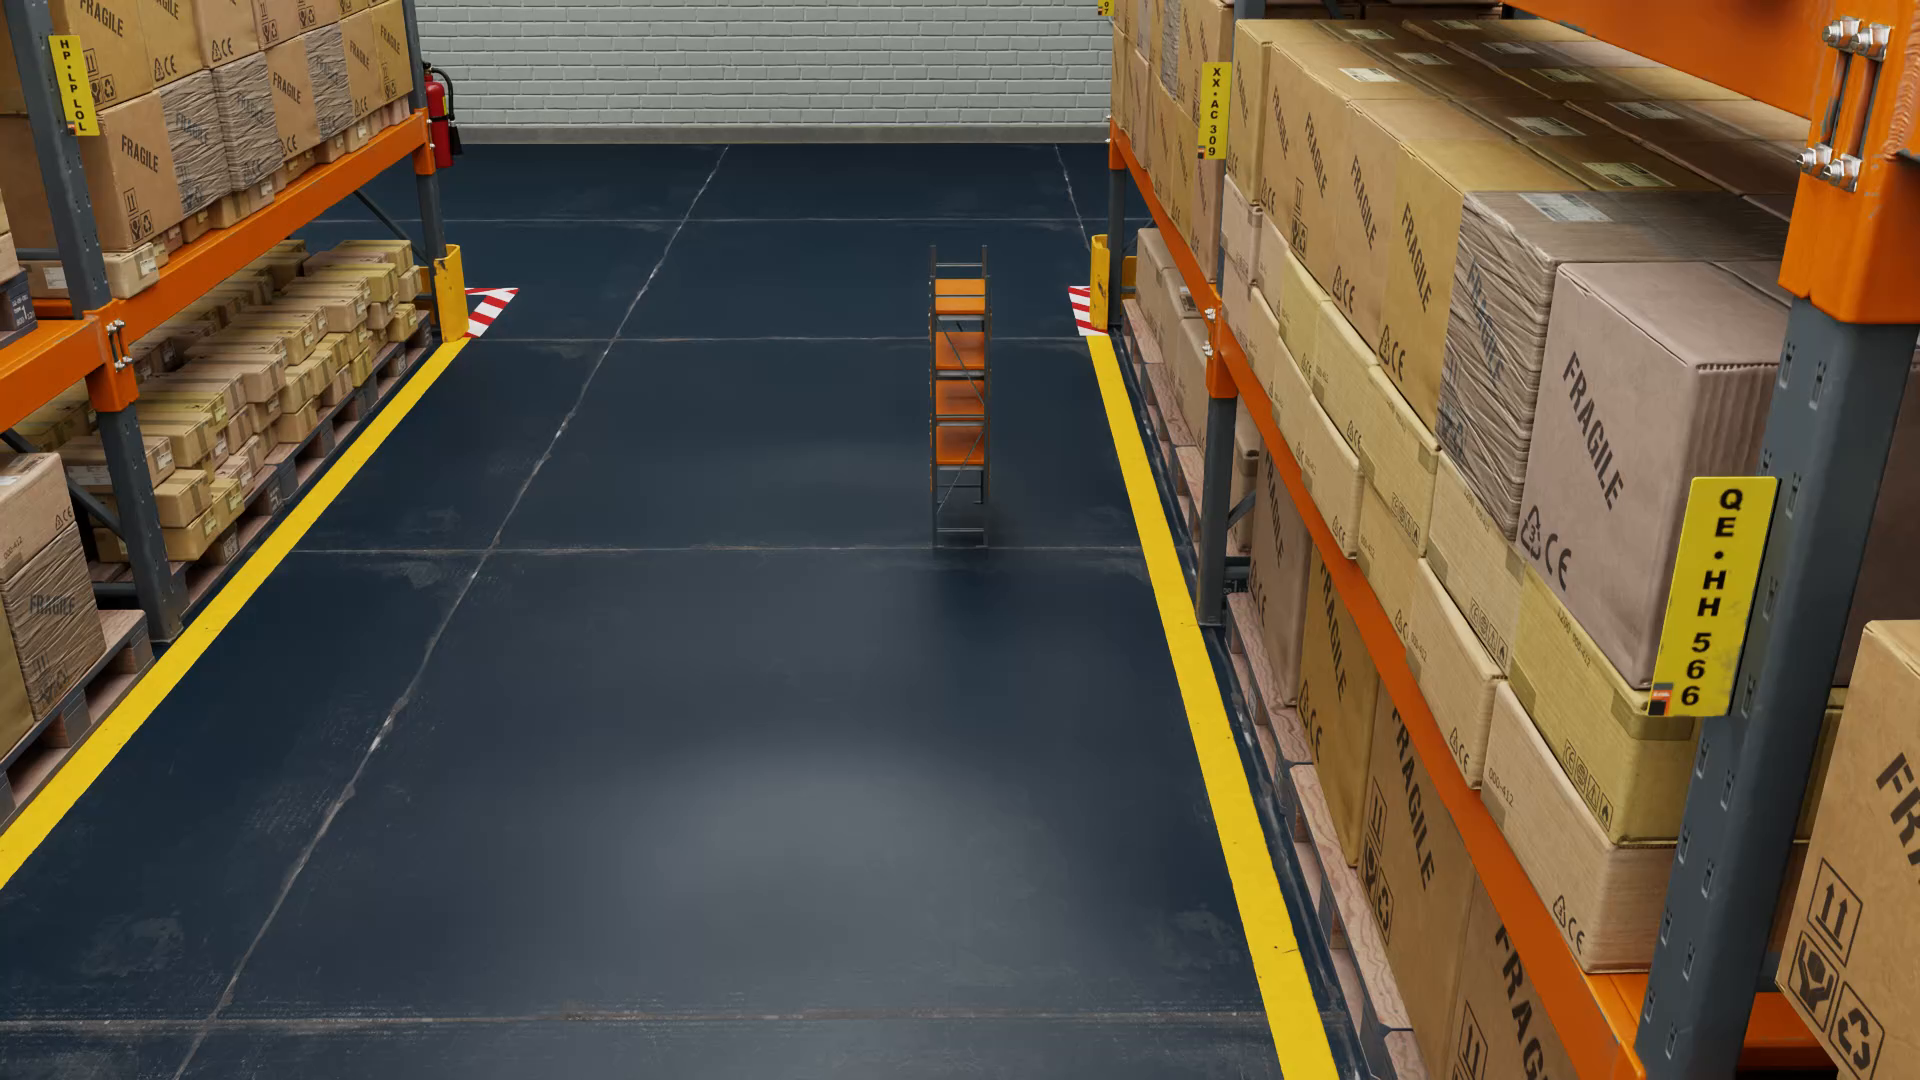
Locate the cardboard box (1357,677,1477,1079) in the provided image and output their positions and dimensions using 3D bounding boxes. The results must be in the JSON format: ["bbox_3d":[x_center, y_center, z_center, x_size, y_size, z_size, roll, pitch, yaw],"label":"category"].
[{"bbox_3d":[1.545,0.722,4.082,0.875,0.875,0.875,0,24,0],"label":"cardboard box"}]

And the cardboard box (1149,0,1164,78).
[{"bbox_3d":[1.141,-2.370,7.516,0.500,0.500,0.500,0,24,0],"label":"cardboard box"}]

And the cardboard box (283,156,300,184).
[{"bbox_3d":[-3.329,-1.747,7.777,0.380,0.149,0.250,0,24,0],"label":"cardboard box"}]

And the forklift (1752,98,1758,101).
[{"bbox_3d":[3.669,-1.562,7.146,3.031,2.935,1.130,7,25,15],"label":"forklift"}]

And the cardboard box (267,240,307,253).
[{"bbox_3d":[-3.895,-1.581,9.333,0.380,0.149,0.250,-1,24,-3],"label":"cardboard box"}]

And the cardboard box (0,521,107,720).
[{"bbox_3d":[-3.257,0.265,5.548,0.500,0.500,0.500,-1,24,-2],"label":"cardboard box"}]

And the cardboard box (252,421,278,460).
[{"bbox_3d":[-3.348,-0.457,7.571,0.380,0.149,0.250,-1,24,-3],"label":"cardboard box"}]

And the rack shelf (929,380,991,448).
[{"bbox_3d":[-0.002,-0.554,7.181,0.258,0.148,0.480,0,24,-1],"label":"rack shelf"}]

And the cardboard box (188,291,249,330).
[{"bbox_3d":[-3.818,-1.147,8.374,0.380,0.149,0.250,1,24,2],"label":"cardboard box"}]

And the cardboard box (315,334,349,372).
[{"bbox_3d":[-3.259,-0.913,8.218,0.380,0.149,0.250,1,24,2],"label":"cardboard box"}]

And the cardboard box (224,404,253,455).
[{"bbox_3d":[-3.332,-0.481,7.262,0.380,0.149,0.250,-1,24,-3],"label":"cardboard box"}]

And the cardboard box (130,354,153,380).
[{"bbox_3d":[-3.854,-0.721,7.433,0.380,0.149,0.250,-1,24,-3],"label":"cardboard box"}]

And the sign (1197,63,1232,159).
[{"bbox_3d":[0.877,-1.478,5.731,0.100,0.325,0.005,0,24,-1],"label":"sign"}]

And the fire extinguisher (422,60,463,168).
[{"bbox_3d":[-3.102,-2.535,9.762,0.296,0.674,0.183,0,24,-1],"label":"fire extinguisher"}]

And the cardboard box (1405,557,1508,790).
[{"bbox_3d":[1.189,0.249,3.242,0.500,0.250,0.500,0,24,0],"label":"cardboard box"}]

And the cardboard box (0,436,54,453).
[{"bbox_3d":[-3.781,-0.295,6.491,0.380,0.149,0.250,0,24,1],"label":"cardboard box"}]

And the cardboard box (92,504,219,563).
[{"bbox_3d":[-3.200,-0.030,6.627,0.380,0.149,0.250,-1,24,-3],"label":"cardboard box"}]

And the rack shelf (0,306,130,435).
[{"bbox_3d":[-3.495,0.165,4.117,1.077,0.370,4.000,0,24,-1],"label":"rack shelf"}]

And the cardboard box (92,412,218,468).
[{"bbox_3d":[-3.257,-0.407,6.737,0.380,0.149,0.250,1,24,2],"label":"cardboard box"}]

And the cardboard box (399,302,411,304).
[{"bbox_3d":[-3.346,-1.311,9.459,0.380,0.149,0.250,0,24,0],"label":"cardboard box"}]

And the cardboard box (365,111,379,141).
[{"bbox_3d":[-3.291,-2.181,8.738,0.380,0.149,0.250,0,24,-1],"label":"cardboard box"}]

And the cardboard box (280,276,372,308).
[{"bbox_3d":[-3.287,-1.264,8.633,0.380,0.149,0.250,-1,24,-3],"label":"cardboard box"}]

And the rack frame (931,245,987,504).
[{"bbox_3d":[-0.004,-0.715,7.376,0.240,1.200,0.015,0,24,-1],"label":"rack frame"}]

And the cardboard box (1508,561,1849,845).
[{"bbox_3d":[1.216,0.240,2.655,0.500,0.250,0.500,0,24,-1],"label":"cardboard box"}]

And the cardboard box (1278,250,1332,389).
[{"bbox_3d":[1.167,-0.604,4.522,0.500,0.250,0.500,0,24,0],"label":"cardboard box"}]

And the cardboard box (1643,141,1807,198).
[{"bbox_3d":[1.709,-0.525,3.437,0.500,0.500,0.500,0,24,1],"label":"cardboard box"}]

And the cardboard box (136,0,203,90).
[{"bbox_3d":[-3.299,-2.024,6.389,0.500,0.500,0.500,-1,24,-2],"label":"cardboard box"}]

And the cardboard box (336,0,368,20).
[{"bbox_3d":[-3.301,-2.875,8.271,0.500,0.500,0.500,-1,24,-2],"label":"cardboard box"}]

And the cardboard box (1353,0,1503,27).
[{"bbox_3d":[1.669,-1.749,6.142,0.500,0.500,0.500,0,24,0],"label":"cardboard box"}]

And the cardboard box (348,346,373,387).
[{"bbox_3d":[-3.244,-0.890,8.528,0.380,0.149,0.250,-1,24,-3],"label":"cardboard box"}]

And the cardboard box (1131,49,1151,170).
[{"bbox_3d":[1.127,-2.127,8.192,0.500,0.500,0.500,0,24,-1],"label":"cardboard box"}]

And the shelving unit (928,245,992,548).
[{"bbox_3d":[-0.002,-0.615,7.154,0.258,1.200,0.503,0,24,-1],"label":"shelving unit"}]

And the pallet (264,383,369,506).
[{"bbox_3d":[-3.576,-0.497,8.092,1.003,0.211,1.213,0,24,-1],"label":"pallet"}]

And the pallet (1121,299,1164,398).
[{"bbox_3d":[1.475,-1.099,9.424,1.003,0.211,1.213,0,24,-1],"label":"pallet"}]

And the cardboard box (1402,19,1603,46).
[{"bbox_3d":[1.688,-1.369,5.301,0.500,0.500,0.500,1,24,1],"label":"cardboard box"}]

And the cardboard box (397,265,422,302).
[{"bbox_3d":[-3.269,-1.446,9.397,0.380,0.149,0.250,-1,24,-2],"label":"cardboard box"}]

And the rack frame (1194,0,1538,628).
[{"bbox_3d":[1.432,-1.050,5.932,1.000,3.000,0.127,0,24,-1],"label":"rack frame"}]

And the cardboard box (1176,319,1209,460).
[{"bbox_3d":[1.522,-0.702,7.763,0.875,0.438,0.875,-1,24,-2],"label":"cardboard box"}]

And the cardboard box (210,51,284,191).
[{"bbox_3d":[-3.252,-1.784,7.073,0.500,0.500,0.500,-1,24,-2],"label":"cardboard box"}]

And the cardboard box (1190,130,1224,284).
[{"bbox_3d":[1.171,-1.286,6.332,0.500,0.500,0.500,0,24,0],"label":"cardboard box"}]

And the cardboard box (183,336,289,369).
[{"bbox_3d":[-3.342,-0.835,7.684,0.380,0.149,0.250,-1,24,-3],"label":"cardboard box"}]

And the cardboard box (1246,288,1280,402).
[{"bbox_3d":[1.180,-0.586,5.088,0.500,0.250,0.500,-1,24,-2],"label":"cardboard box"}]

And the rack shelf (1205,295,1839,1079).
[{"bbox_3d":[1.453,0.102,4.258,1.077,0.370,4.000,0,24,-1],"label":"rack shelf"}]

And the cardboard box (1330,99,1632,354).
[{"bbox_3d":[1.197,-0.740,3.911,0.500,0.500,0.500,-1,24,-1],"label":"cardboard box"}]

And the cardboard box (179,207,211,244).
[{"bbox_3d":[-3.323,-1.318,6.829,0.380,0.149,0.250,-1,24,-3],"label":"cardboard box"}]

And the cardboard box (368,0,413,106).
[{"bbox_3d":[-3.298,-2.632,8.947,0.500,0.500,0.500,0,24,1],"label":"cardboard box"}]
